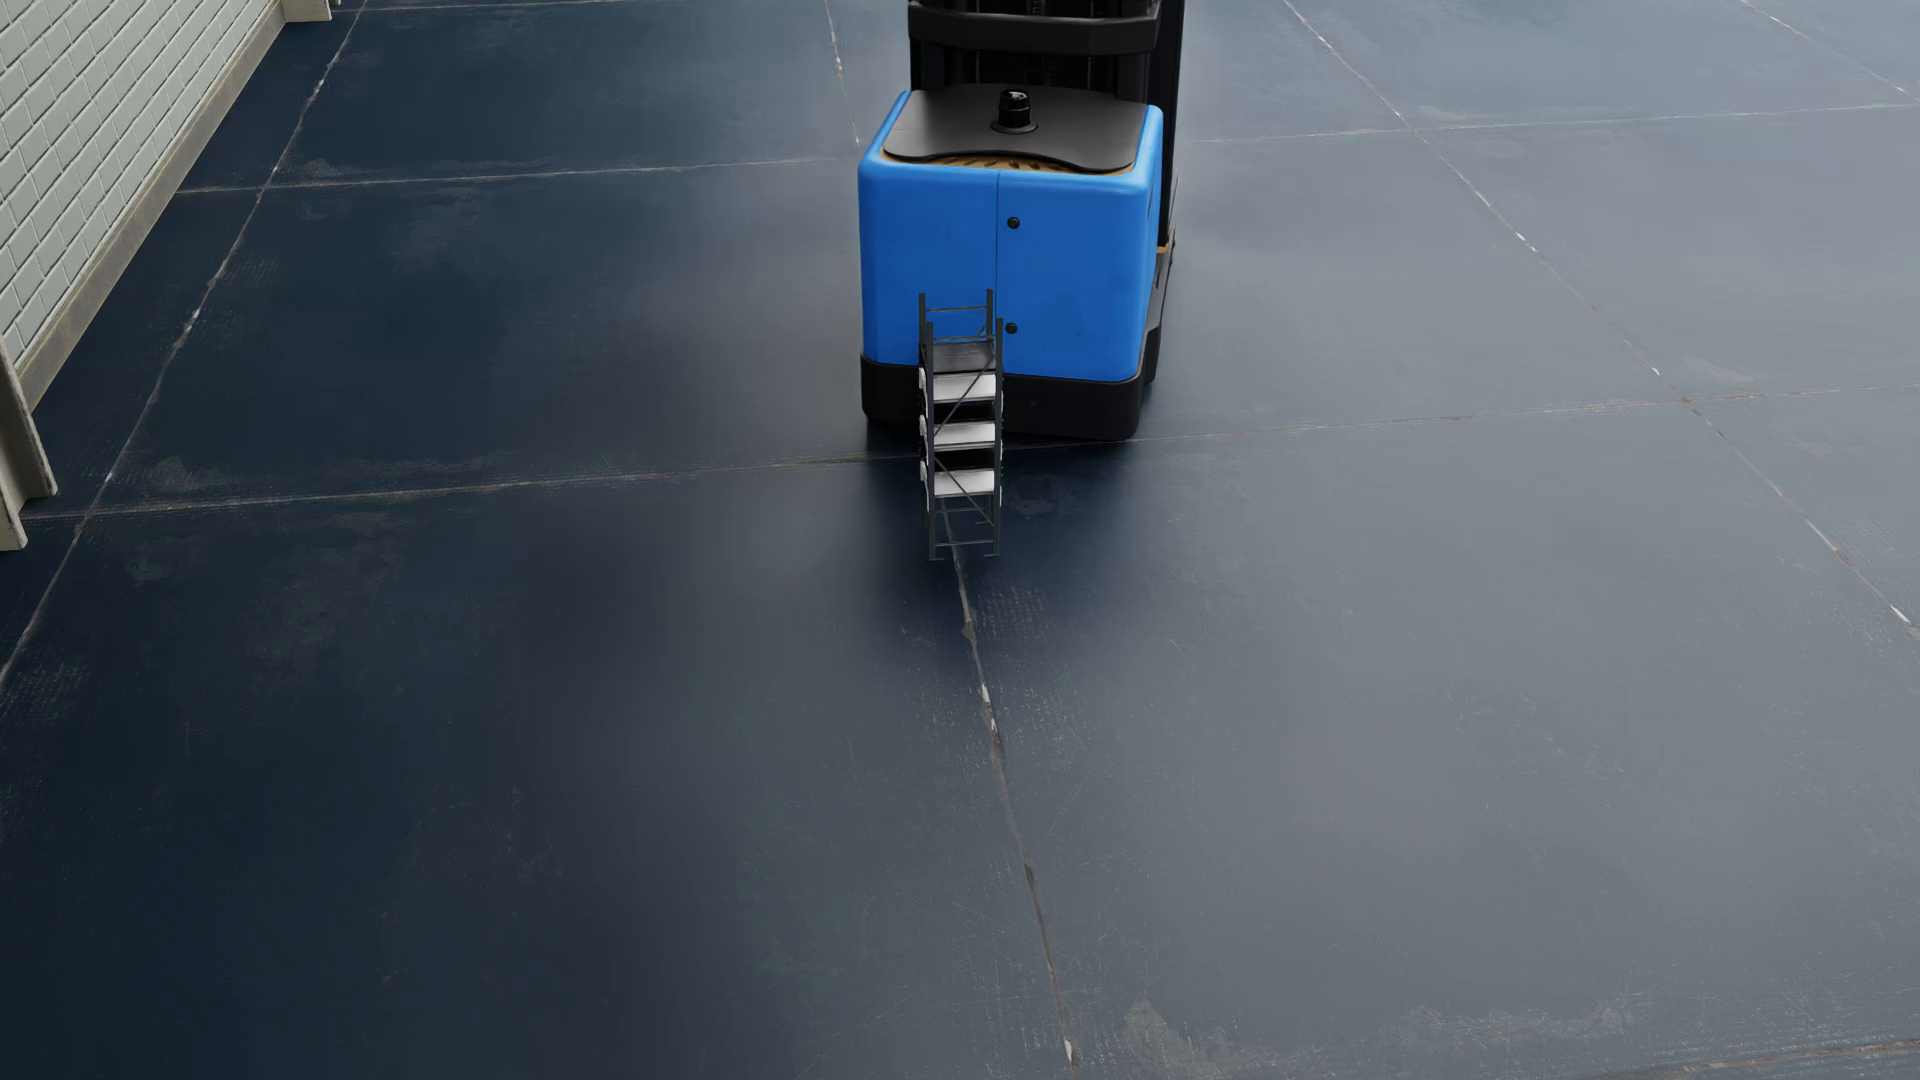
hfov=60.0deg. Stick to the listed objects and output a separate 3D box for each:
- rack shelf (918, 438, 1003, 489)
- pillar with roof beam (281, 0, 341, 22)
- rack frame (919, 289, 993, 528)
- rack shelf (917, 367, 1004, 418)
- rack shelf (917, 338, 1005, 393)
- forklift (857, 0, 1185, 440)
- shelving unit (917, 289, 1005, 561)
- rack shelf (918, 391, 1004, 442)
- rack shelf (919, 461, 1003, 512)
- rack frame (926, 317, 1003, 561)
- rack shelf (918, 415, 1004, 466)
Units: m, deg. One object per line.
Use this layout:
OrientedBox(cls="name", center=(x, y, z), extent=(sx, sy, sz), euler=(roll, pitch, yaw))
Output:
OrientedBox(cls="rack shelf", center=(0.001, -0.265, 5.559), extent=(0.258, 0.077, 0.200), euler=(-4, 35, -6))
OrientedBox(cls="pillar with roof beam", center=(0.065, -7.461, 8.707), extent=(9.100, 9.000, 0.400), euler=(-4, 35, -6))
OrientedBox(cls="rack frame", center=(-0.013, -0.424, 5.573), extent=(0.240, 0.900, 0.006), euler=(-4, 35, -6))
OrientedBox(cls="rack shelf", center=(0.001, -0.489, 5.407), extent=(0.258, 0.077, 0.200), euler=(-4, 35, -6))
OrientedBox(cls="rack shelf", center=(0.001, -0.563, 5.357), extent=(0.258, 0.077, 0.200), euler=(-4, 35, -6))
OrientedBox(cls="forklift", center=(0.383, -2.401, 6.670), extent=(1.130, 2.935, 3.031), euler=(6, 35, 8))
OrientedBox(cls="shelving unit", center=(0.001, -0.367, 5.490), extent=(0.258, 0.900, 0.210), euler=(-4, 35, -6))
OrientedBox(cls="rack shelf", center=(0.001, -0.414, 5.458), extent=(0.258, 0.077, 0.200), euler=(-4, 35, -6))
OrientedBox(cls="rack shelf", center=(0.001, -0.191, 5.610), extent=(0.258, 0.077, 0.200), euler=(-4, 35, -6))
OrientedBox(cls="rack frame", center=(0.015, -0.311, 5.407), extent=(0.240, 0.900, 0.006), euler=(-4, 35, -6))
OrientedBox(cls="rack shelf", center=(0.001, -0.340, 5.509), extent=(0.258, 0.077, 0.200), euler=(-4, 35, -6))
